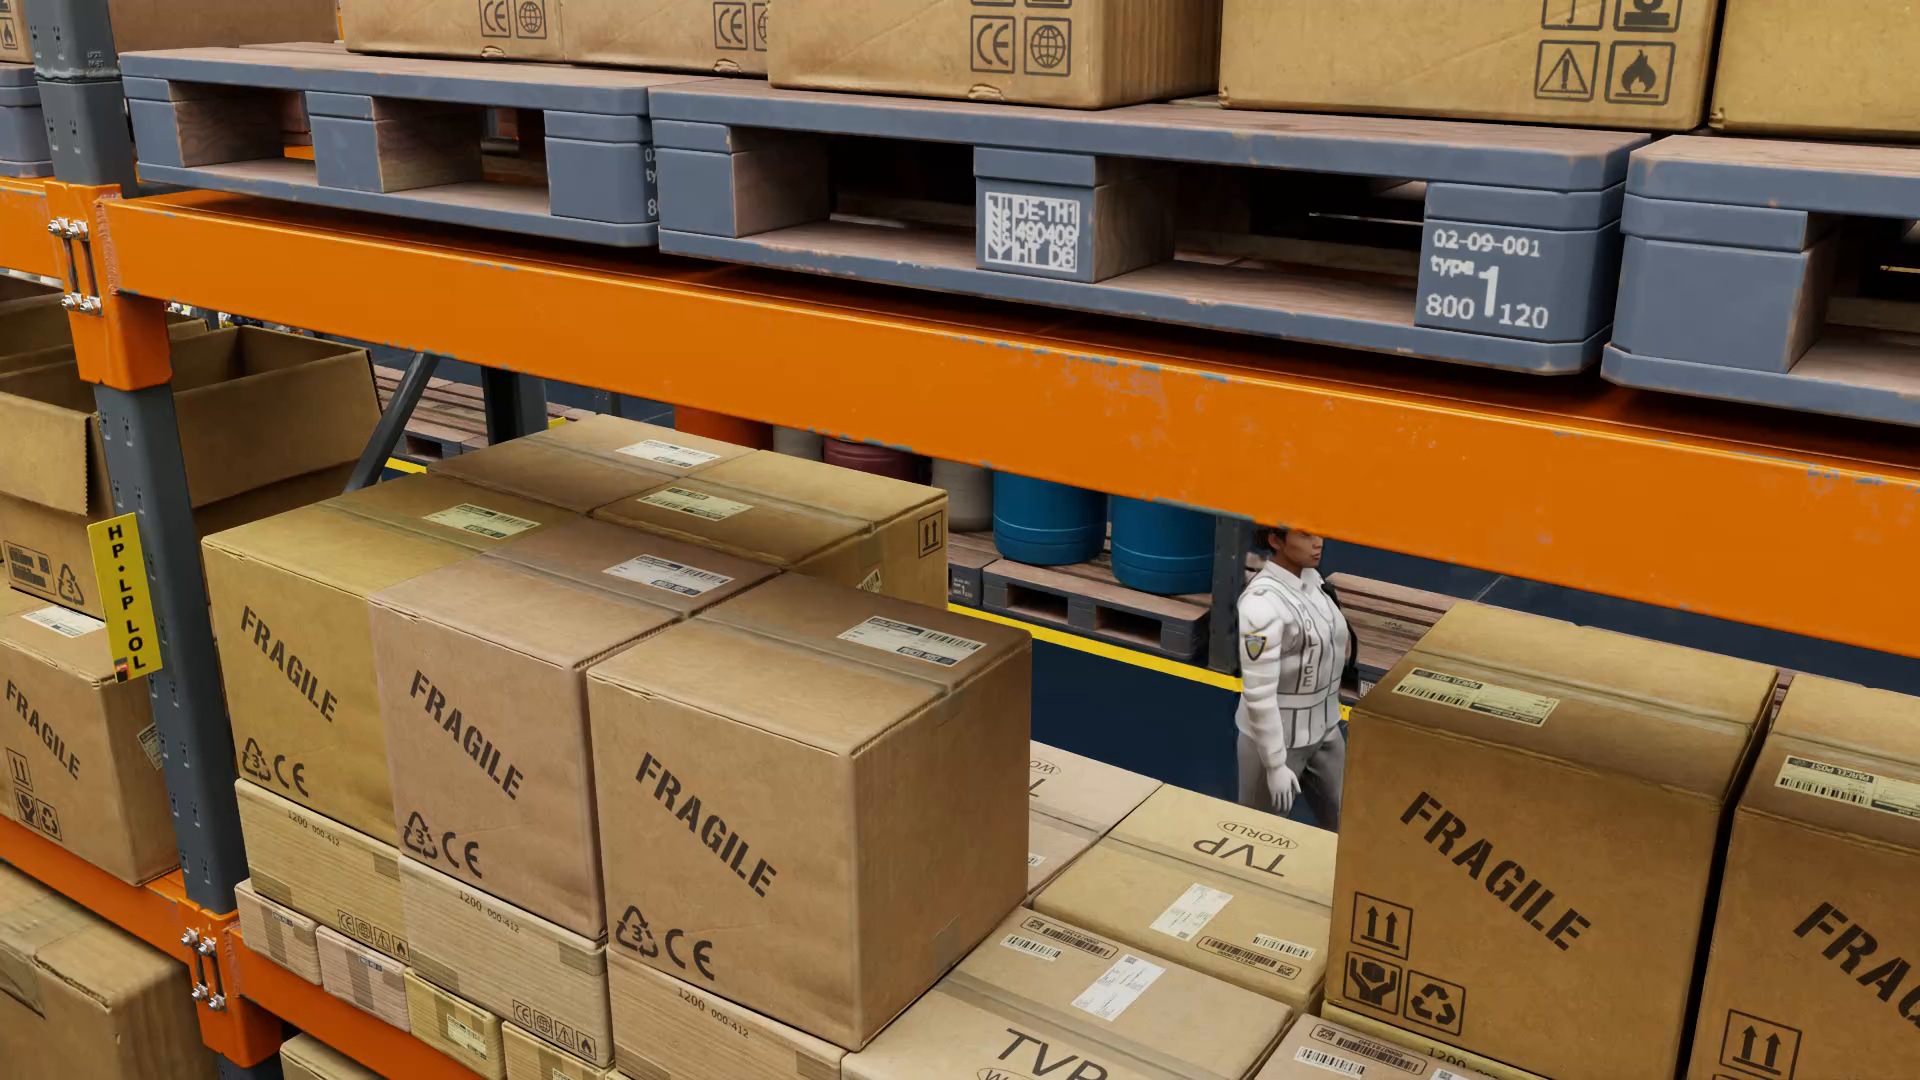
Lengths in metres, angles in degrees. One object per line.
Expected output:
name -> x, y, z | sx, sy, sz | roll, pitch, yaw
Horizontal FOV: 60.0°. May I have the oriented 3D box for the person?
person -> 1.018, 0.605, 5.347 | 0.879, 1.648, 0.500 | 15, 25, 35
